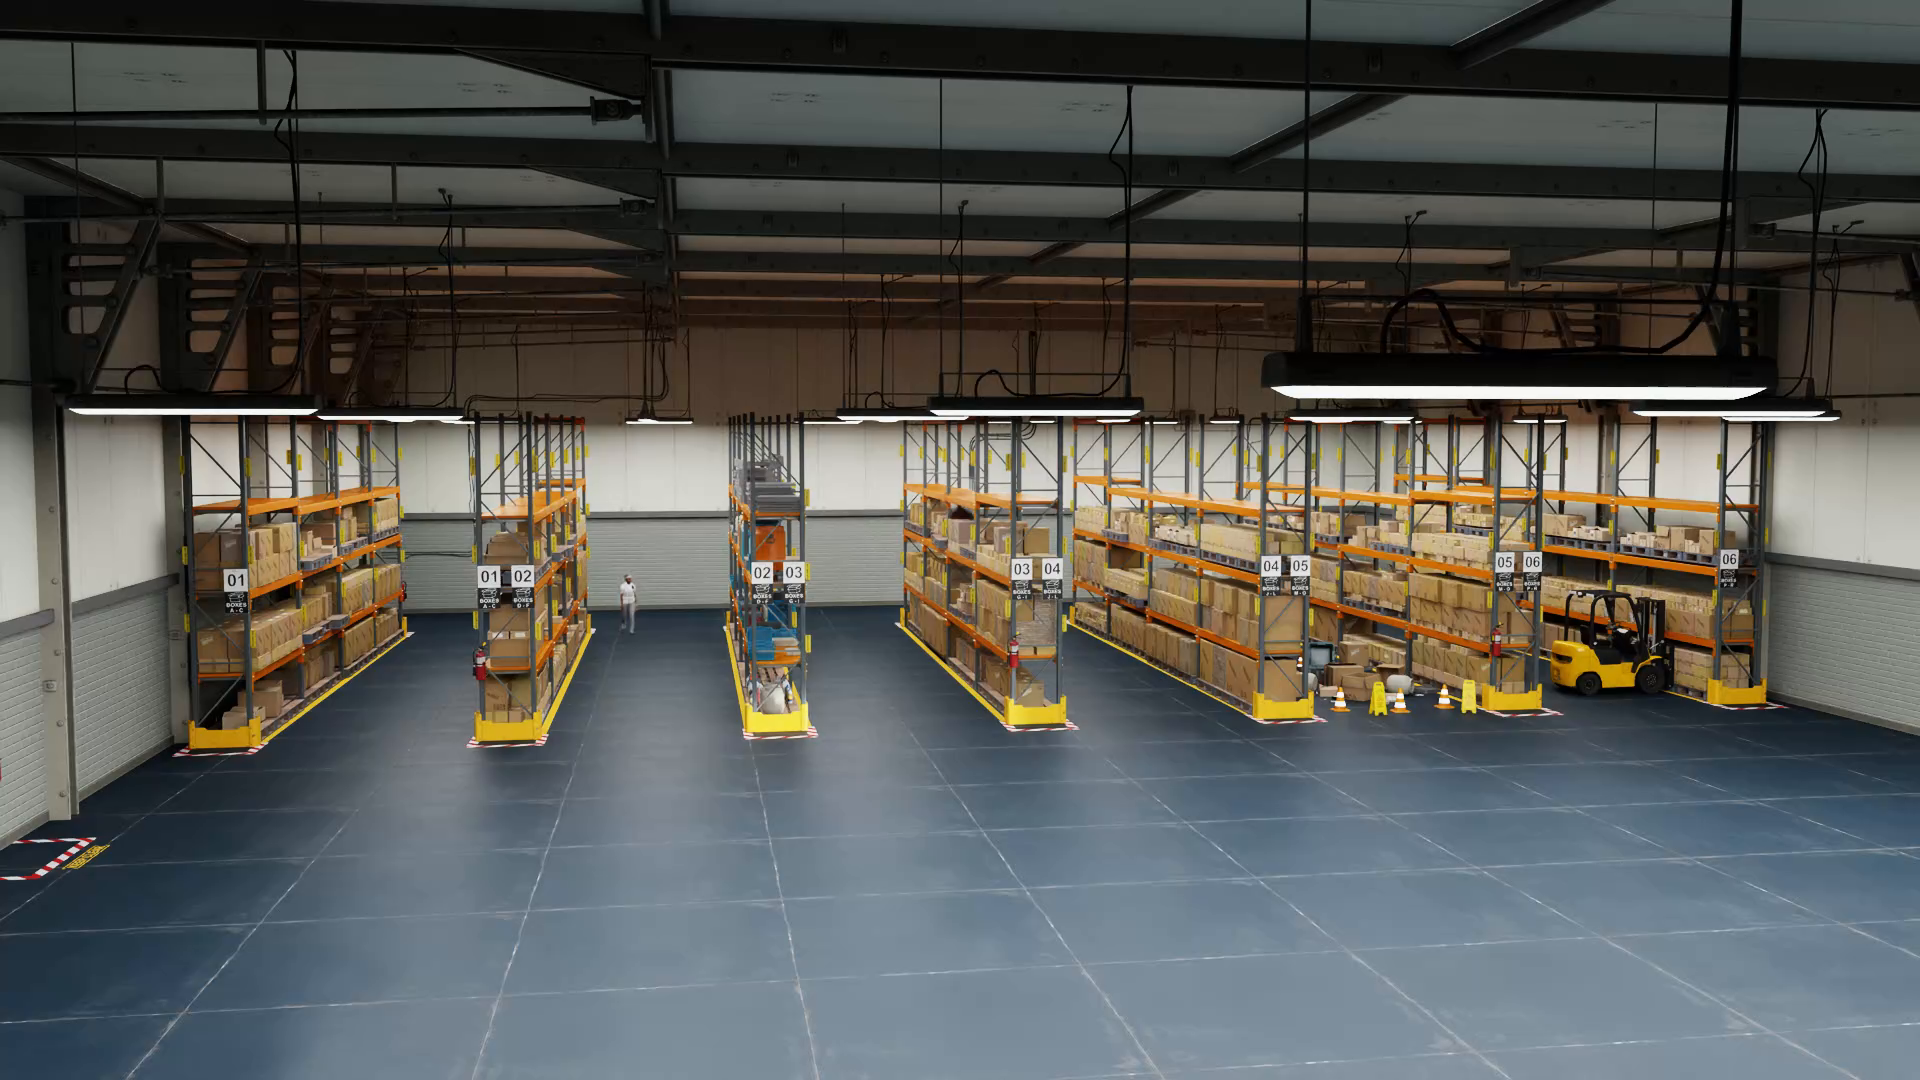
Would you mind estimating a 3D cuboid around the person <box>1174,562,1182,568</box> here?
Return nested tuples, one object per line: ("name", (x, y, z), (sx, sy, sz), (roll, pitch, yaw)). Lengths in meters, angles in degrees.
("person", (6.618, 1.466, 50.285), (0.812, 1.648, 0.517), (-1, 4, -11))

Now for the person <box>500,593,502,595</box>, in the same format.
("person", (-1.413, 1.535, 48.415), (23.037, 1.737, 4.122), (-1, 4, -11))

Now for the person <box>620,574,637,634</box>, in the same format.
("person", (-9.185, 1.747, 46.115), (0.444, 1.659, 0.645), (-1, 4, -12))
